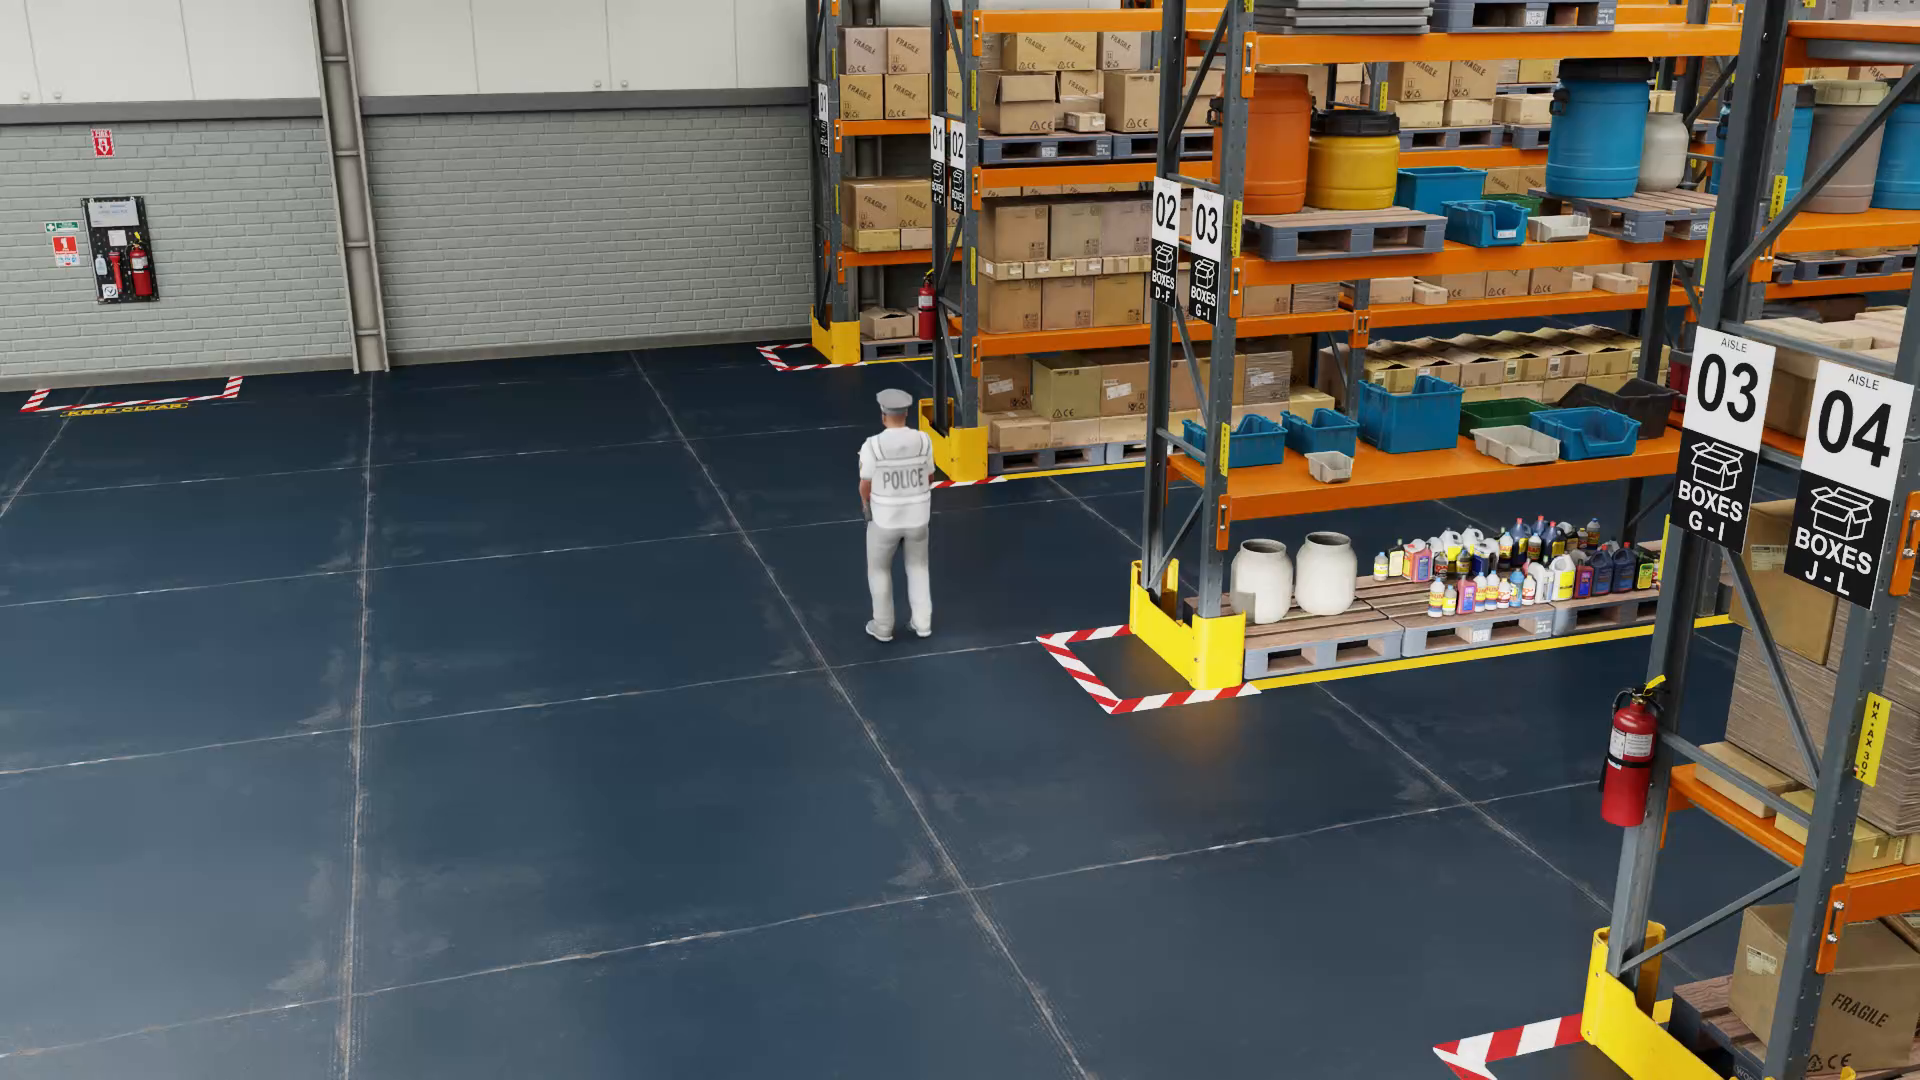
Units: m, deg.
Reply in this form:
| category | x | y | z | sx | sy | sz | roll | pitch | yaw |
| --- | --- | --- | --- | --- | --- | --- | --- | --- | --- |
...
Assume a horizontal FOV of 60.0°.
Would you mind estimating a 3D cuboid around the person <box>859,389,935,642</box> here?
| category | x | y | z | sx | sy | sz | roll | pitch | yaw |
| --- | --- | --- | --- | --- | --- | --- | --- | --- | --- |
| person | -0.445 | -0.173 | 11.526 | 0.533 | 1.766 | 0.491 | -6 | 20 | -18 |
